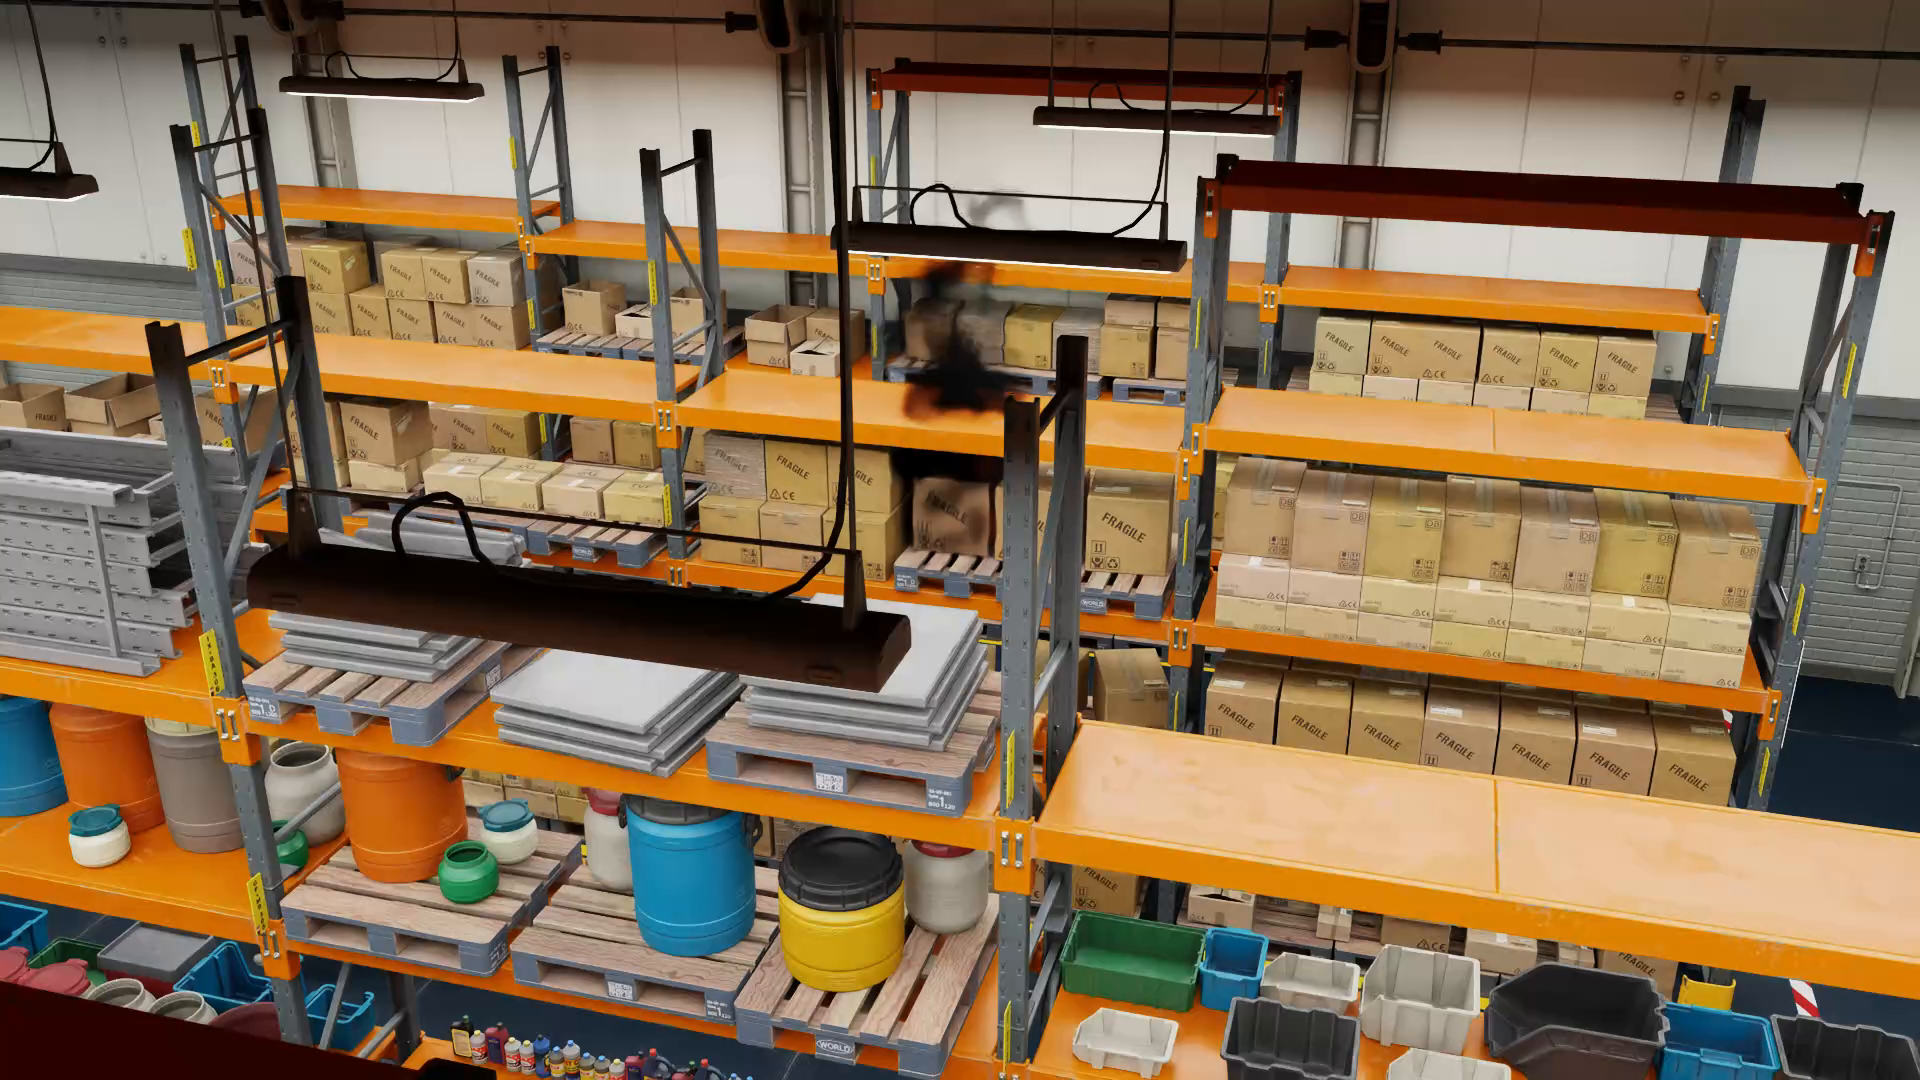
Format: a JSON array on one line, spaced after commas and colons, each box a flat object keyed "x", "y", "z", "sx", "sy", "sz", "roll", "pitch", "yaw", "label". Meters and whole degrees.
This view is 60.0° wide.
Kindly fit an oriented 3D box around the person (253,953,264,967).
[{"x": -5.170, "y": 2.475, "z": 12.548, "sx": 0.642, "sy": 1.763, "sz": 0.707, "roll": 3, "pitch": 23, "yaw": 7, "label": "person"}]
